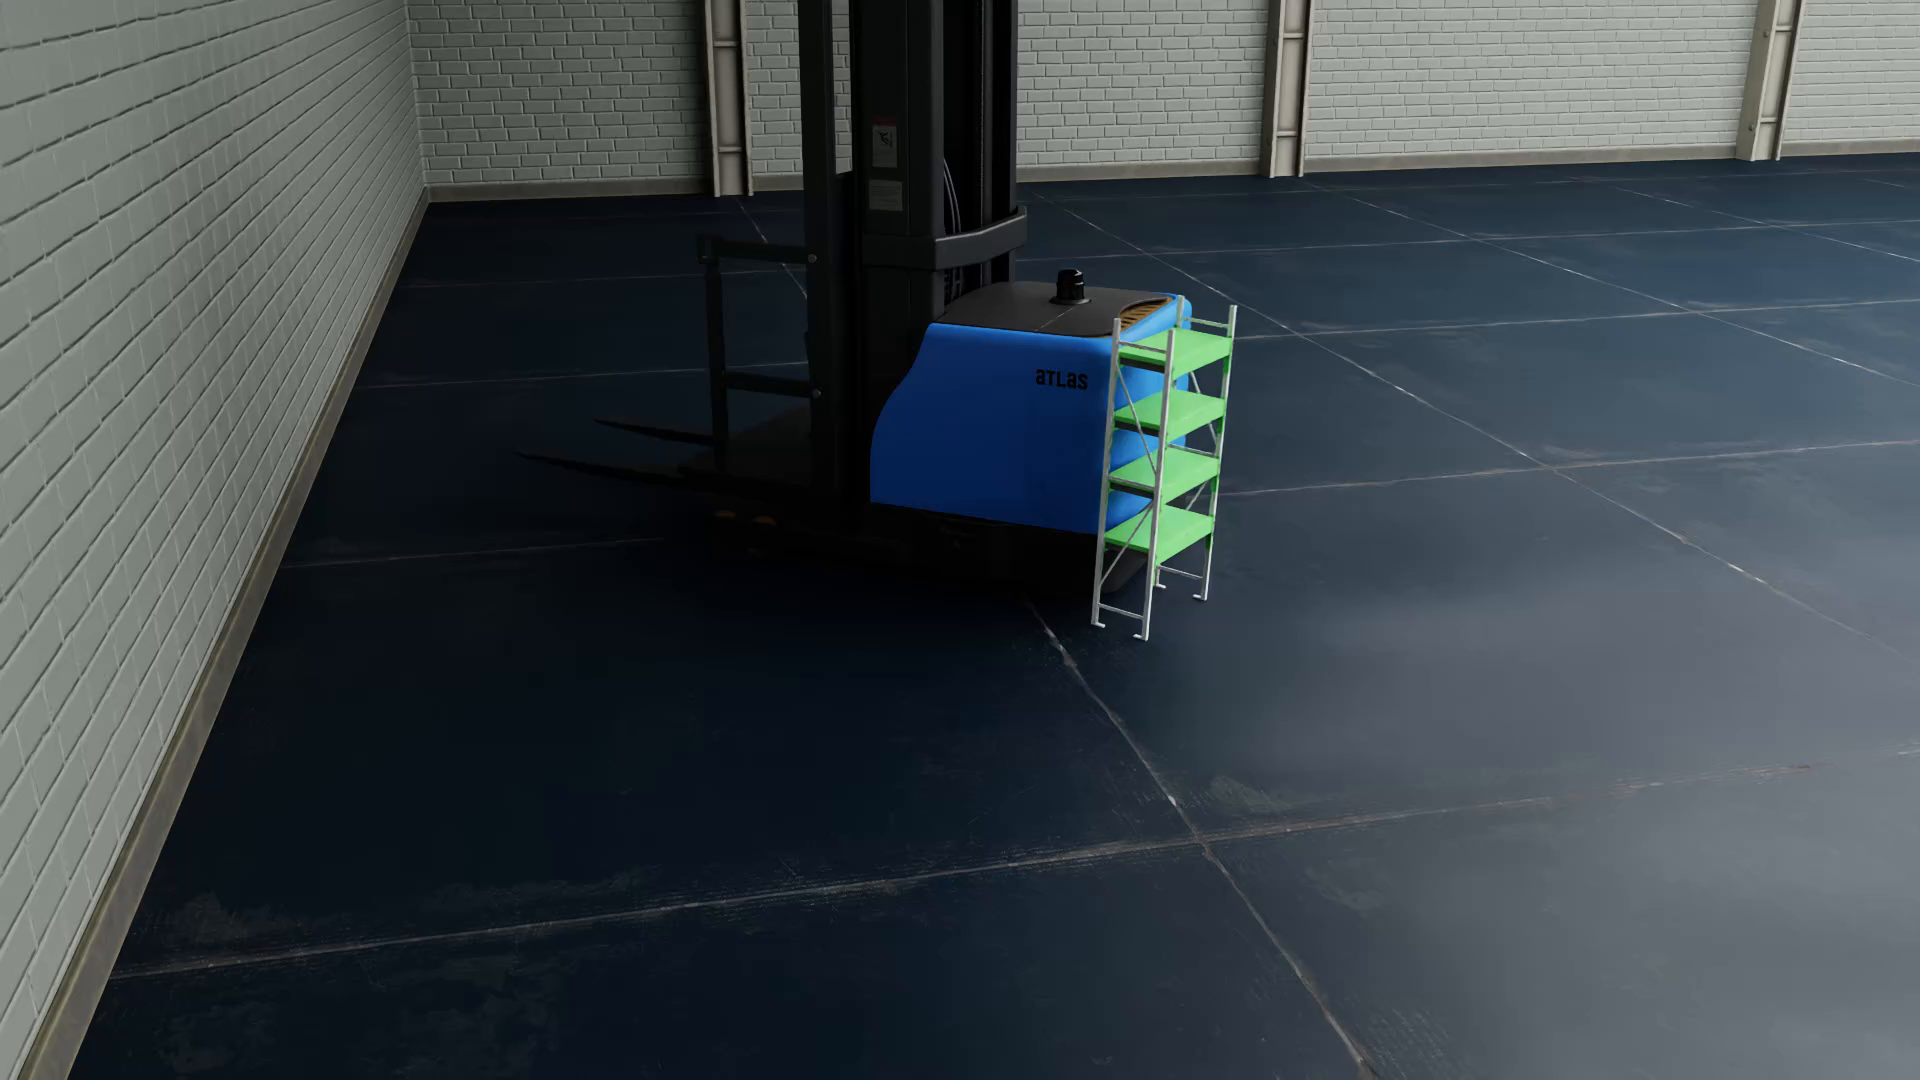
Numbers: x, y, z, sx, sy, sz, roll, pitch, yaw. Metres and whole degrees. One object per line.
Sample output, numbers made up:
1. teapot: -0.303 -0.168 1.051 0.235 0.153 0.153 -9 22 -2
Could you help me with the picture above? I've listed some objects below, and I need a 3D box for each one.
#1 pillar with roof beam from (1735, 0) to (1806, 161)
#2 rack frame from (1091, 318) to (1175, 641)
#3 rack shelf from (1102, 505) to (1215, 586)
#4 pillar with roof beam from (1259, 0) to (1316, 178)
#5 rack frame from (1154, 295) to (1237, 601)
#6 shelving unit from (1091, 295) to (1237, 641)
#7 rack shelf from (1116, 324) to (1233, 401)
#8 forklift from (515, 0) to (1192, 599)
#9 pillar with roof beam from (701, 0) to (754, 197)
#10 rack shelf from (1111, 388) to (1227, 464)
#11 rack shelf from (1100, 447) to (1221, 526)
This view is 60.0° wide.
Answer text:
1. pillar with roof beam: 10.348 -7.261 14.055 0.400 9.000 9.100 -5 21 -12
2. rack frame: 0.630 -0.207 6.119 0.240 1.200 0.015 16 26 31
3. rack shelf: 0.757 0.006 6.420 0.258 0.148 0.480 16 26 31
4. pillar with roof beam: 4.509 -6.786 12.758 0.400 9.000 9.100 -5 21 -12
5. rack frame: 0.908 -0.346 6.496 0.240 1.200 0.015 16 26 31
6. shelving unit: 0.769 -0.277 6.307 0.258 1.200 0.503 16 26 31
7. rack shelf: 0.786 -0.663 6.153 0.258 0.148 0.480 16 26 31
8. forklift: -0.569 -1.466 7.055 3.031 2.935 1.130 9 22 23
9. pillar with roof beam: -1.330 -6.312 11.462 0.400 9.000 9.100 -5 21 -12
10. rack shelf: 0.776 -0.440 6.242 0.258 0.148 0.480 16 26 31
11. rack shelf: 0.767 -0.217 6.331 0.258 0.148 0.480 16 26 31
